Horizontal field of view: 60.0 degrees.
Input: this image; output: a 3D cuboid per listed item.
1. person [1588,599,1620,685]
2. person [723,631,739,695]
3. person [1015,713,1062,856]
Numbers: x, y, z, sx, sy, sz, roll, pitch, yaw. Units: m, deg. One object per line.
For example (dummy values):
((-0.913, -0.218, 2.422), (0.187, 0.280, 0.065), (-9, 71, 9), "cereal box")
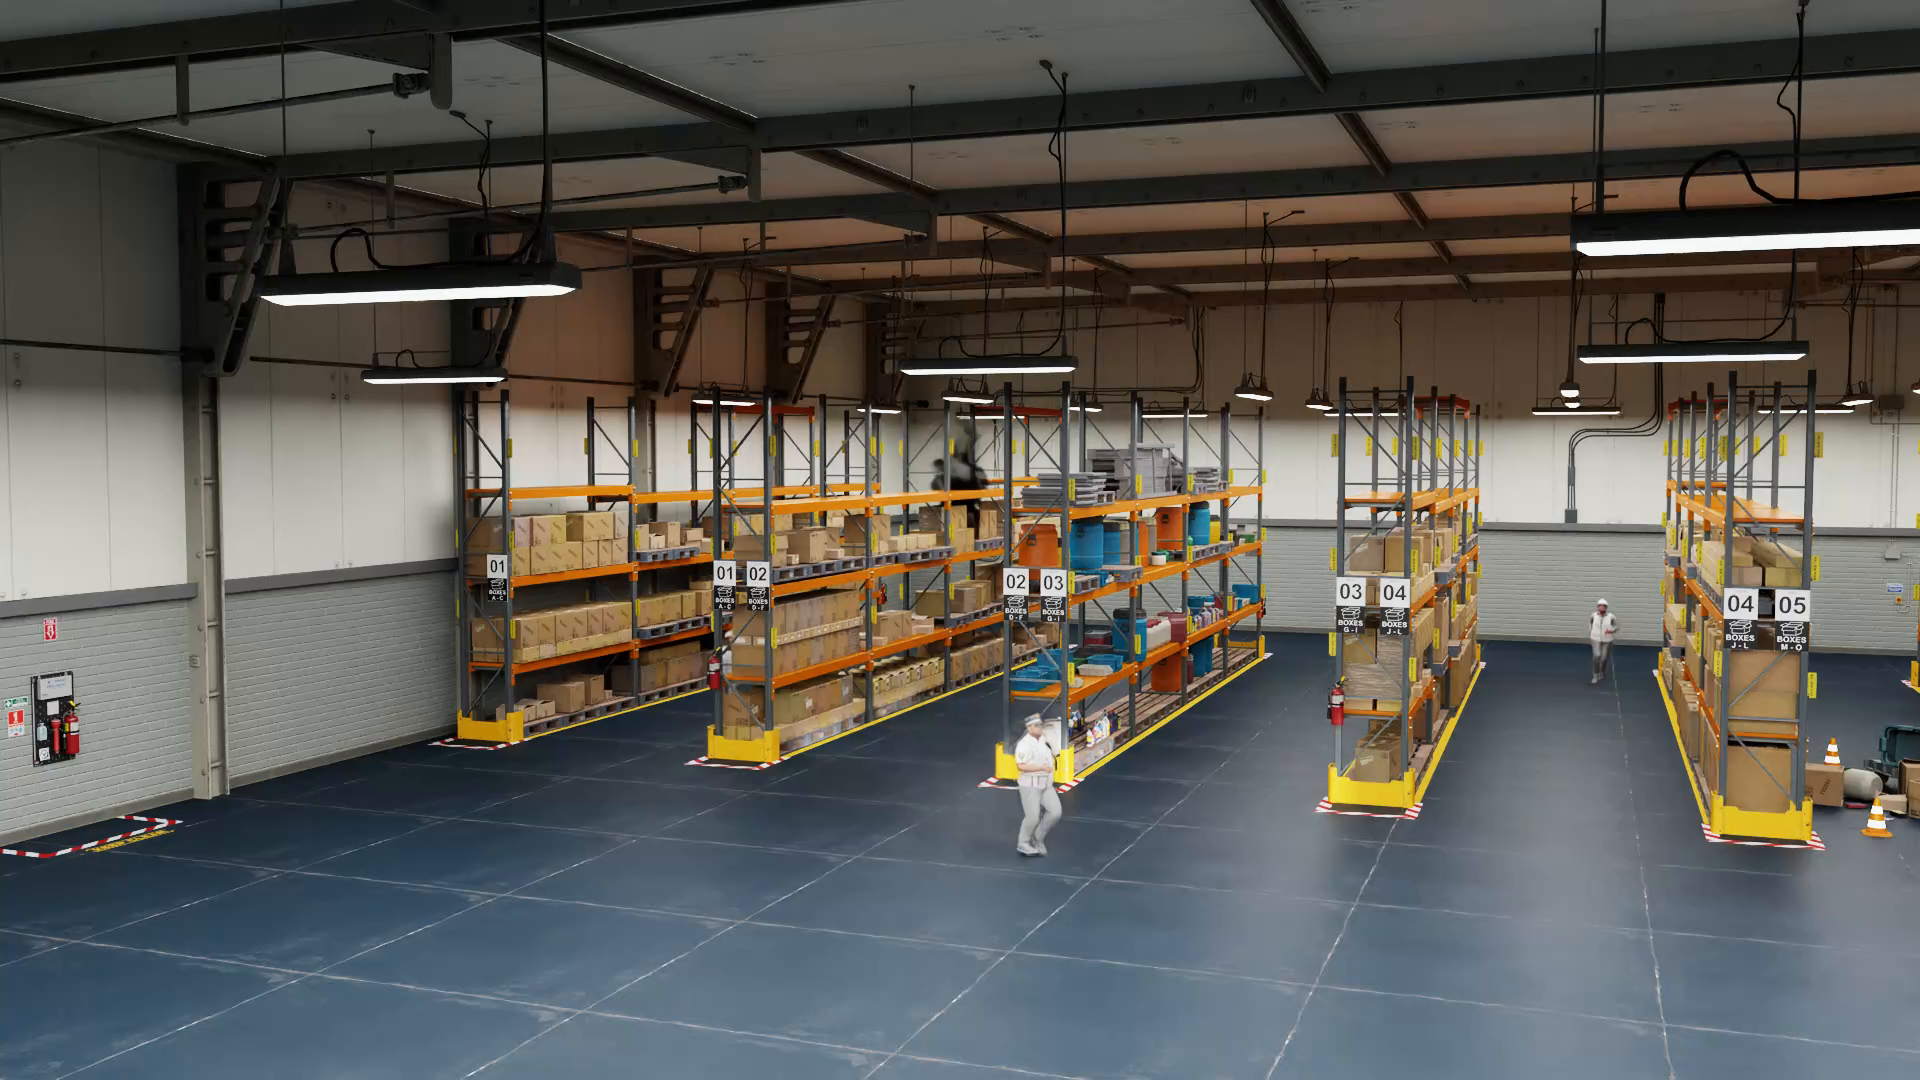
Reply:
((13.738, 2.154, 35.495), (0.652, 1.790, 0.802), (1, 3, 24), "person")
((-4.050, 2.477, 29.292), (0.697, 1.760, 0.977), (1, 3, 17), "person")
((0.980, 3.009, 20.329), (0.645, 1.789, 0.651), (-3, 4, -45), "person")
